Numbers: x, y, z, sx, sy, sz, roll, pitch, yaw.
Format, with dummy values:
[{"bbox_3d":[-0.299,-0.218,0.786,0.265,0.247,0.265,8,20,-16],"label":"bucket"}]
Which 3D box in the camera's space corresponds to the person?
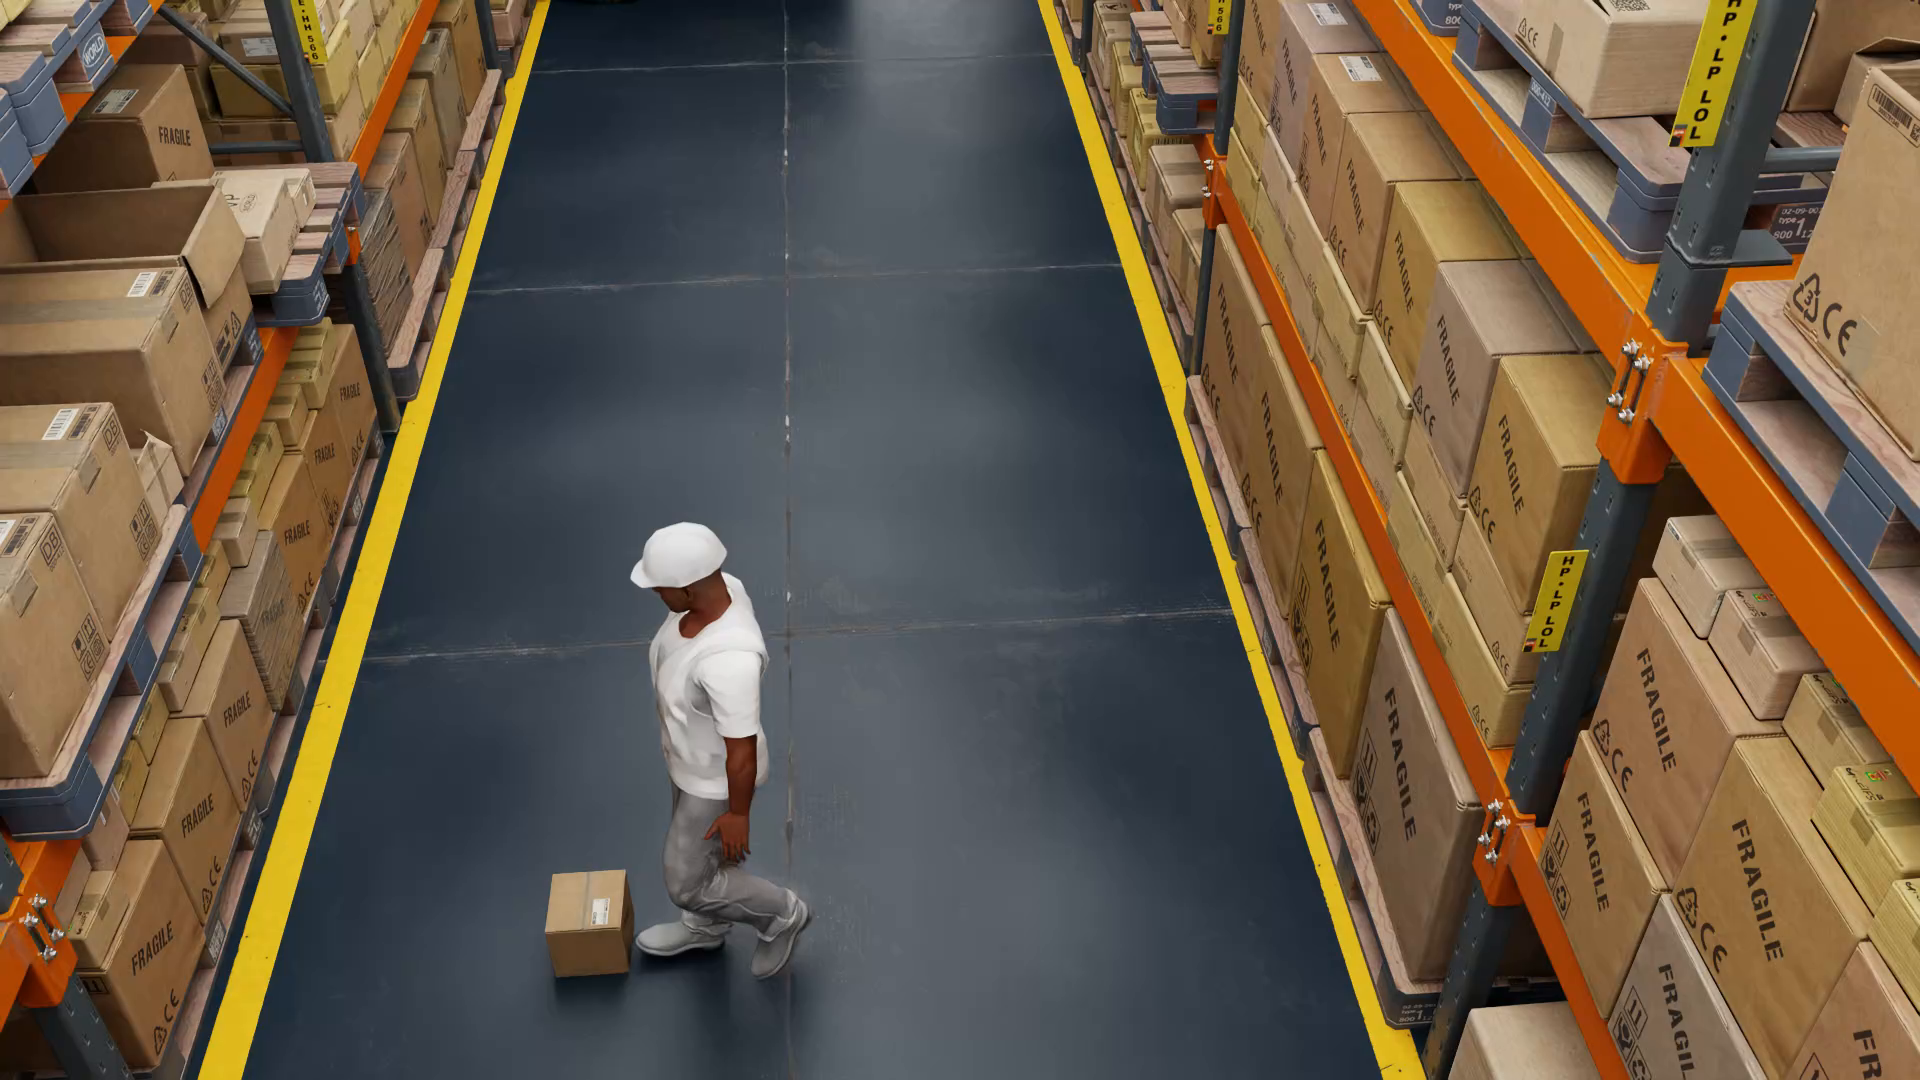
[{"bbox_3d":[-0.825,0.708,5.230,0.582,1.766,0.636,-12,40,-14],"label":"person"}]
